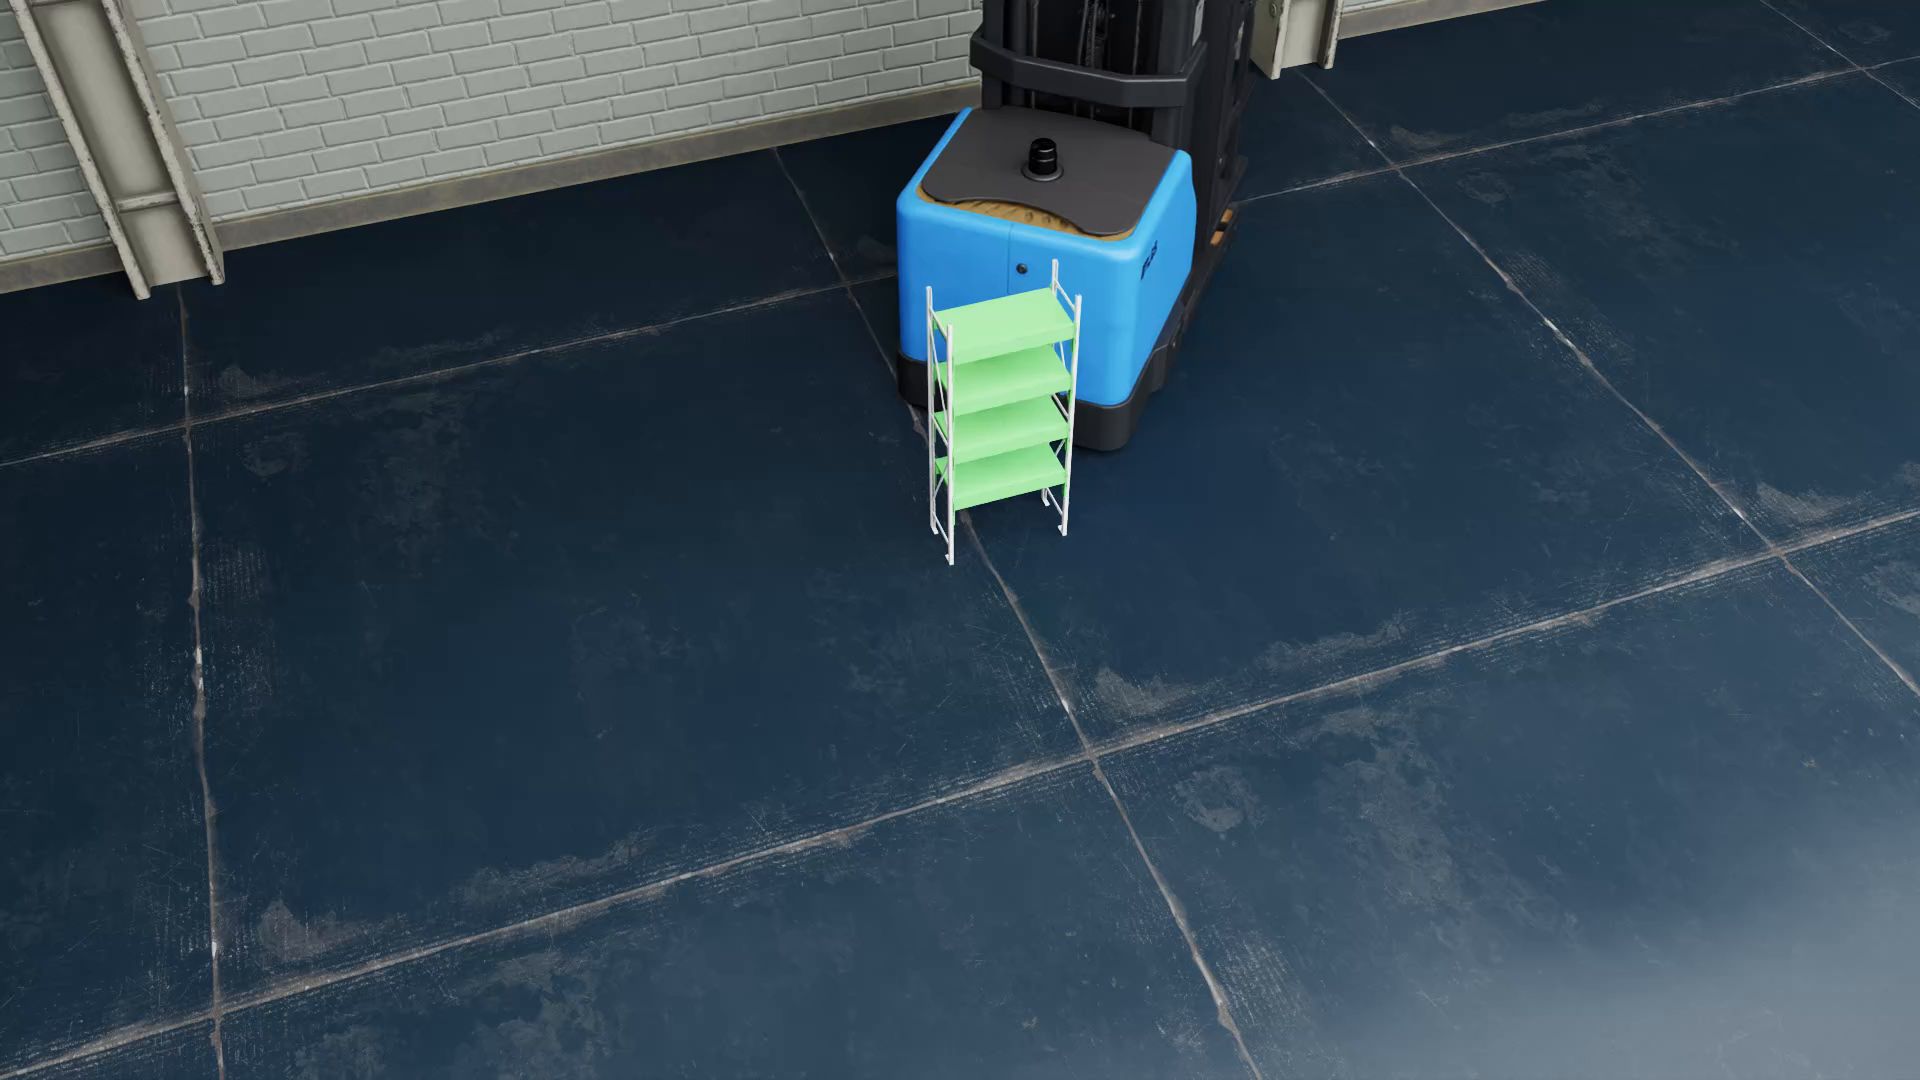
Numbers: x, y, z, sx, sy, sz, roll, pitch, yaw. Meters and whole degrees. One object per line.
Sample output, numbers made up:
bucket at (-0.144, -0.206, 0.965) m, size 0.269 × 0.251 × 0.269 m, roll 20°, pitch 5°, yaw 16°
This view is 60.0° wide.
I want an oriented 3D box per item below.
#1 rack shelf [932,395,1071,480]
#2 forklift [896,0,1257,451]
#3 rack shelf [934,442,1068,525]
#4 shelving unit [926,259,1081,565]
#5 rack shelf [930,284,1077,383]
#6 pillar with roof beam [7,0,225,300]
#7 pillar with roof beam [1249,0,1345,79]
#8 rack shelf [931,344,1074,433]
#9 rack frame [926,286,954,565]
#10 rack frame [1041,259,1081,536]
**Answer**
rack shelf at (0.156, -0.418, 6.410) m, size 0.480 × 0.148 × 0.258 m, roll -14°, pitch 47°, yaw -14°
forklift at (0.732, -2.471, 7.143) m, size 1.130 × 2.935 × 3.031 m, roll 15°, pitch 47°, yaw 15°
rack shelf at (0.156, -0.249, 6.580) m, size 0.480 × 0.148 × 0.258 m, roll -14°, pitch 47°, yaw -14°
shelving unit at (0.156, -0.463, 6.365) m, size 0.503 × 1.200 × 0.258 m, roll -14°, pitch 47°, yaw -14°
rack shelf at (0.156, -0.757, 6.070) m, size 0.480 × 0.148 × 0.258 m, roll -14°, pitch 47°, yaw -14°
pillar with roof beam at (-2.305, -1.597, 1.989) m, size 0.400 × 9.000 × 9.100 m, roll -14°, pitch 47°, yaw -14°
pillar with roof beam at (3.338, -3.040, 3.427) m, size 0.400 × 9.000 × 9.100 m, roll -14°, pitch 47°, yaw -14°
rack shelf at (0.156, -0.588, 6.240) m, size 0.480 × 0.148 × 0.258 m, roll -14°, pitch 47°, yaw -14°
rack frame at (-0.074, -0.405, 6.306) m, size 0.015 × 1.200 × 0.240 m, roll -14°, pitch 47°, yaw -14°
rack frame at (0.385, -0.522, 6.423) m, size 0.015 × 1.200 × 0.240 m, roll -14°, pitch 47°, yaw -14°
